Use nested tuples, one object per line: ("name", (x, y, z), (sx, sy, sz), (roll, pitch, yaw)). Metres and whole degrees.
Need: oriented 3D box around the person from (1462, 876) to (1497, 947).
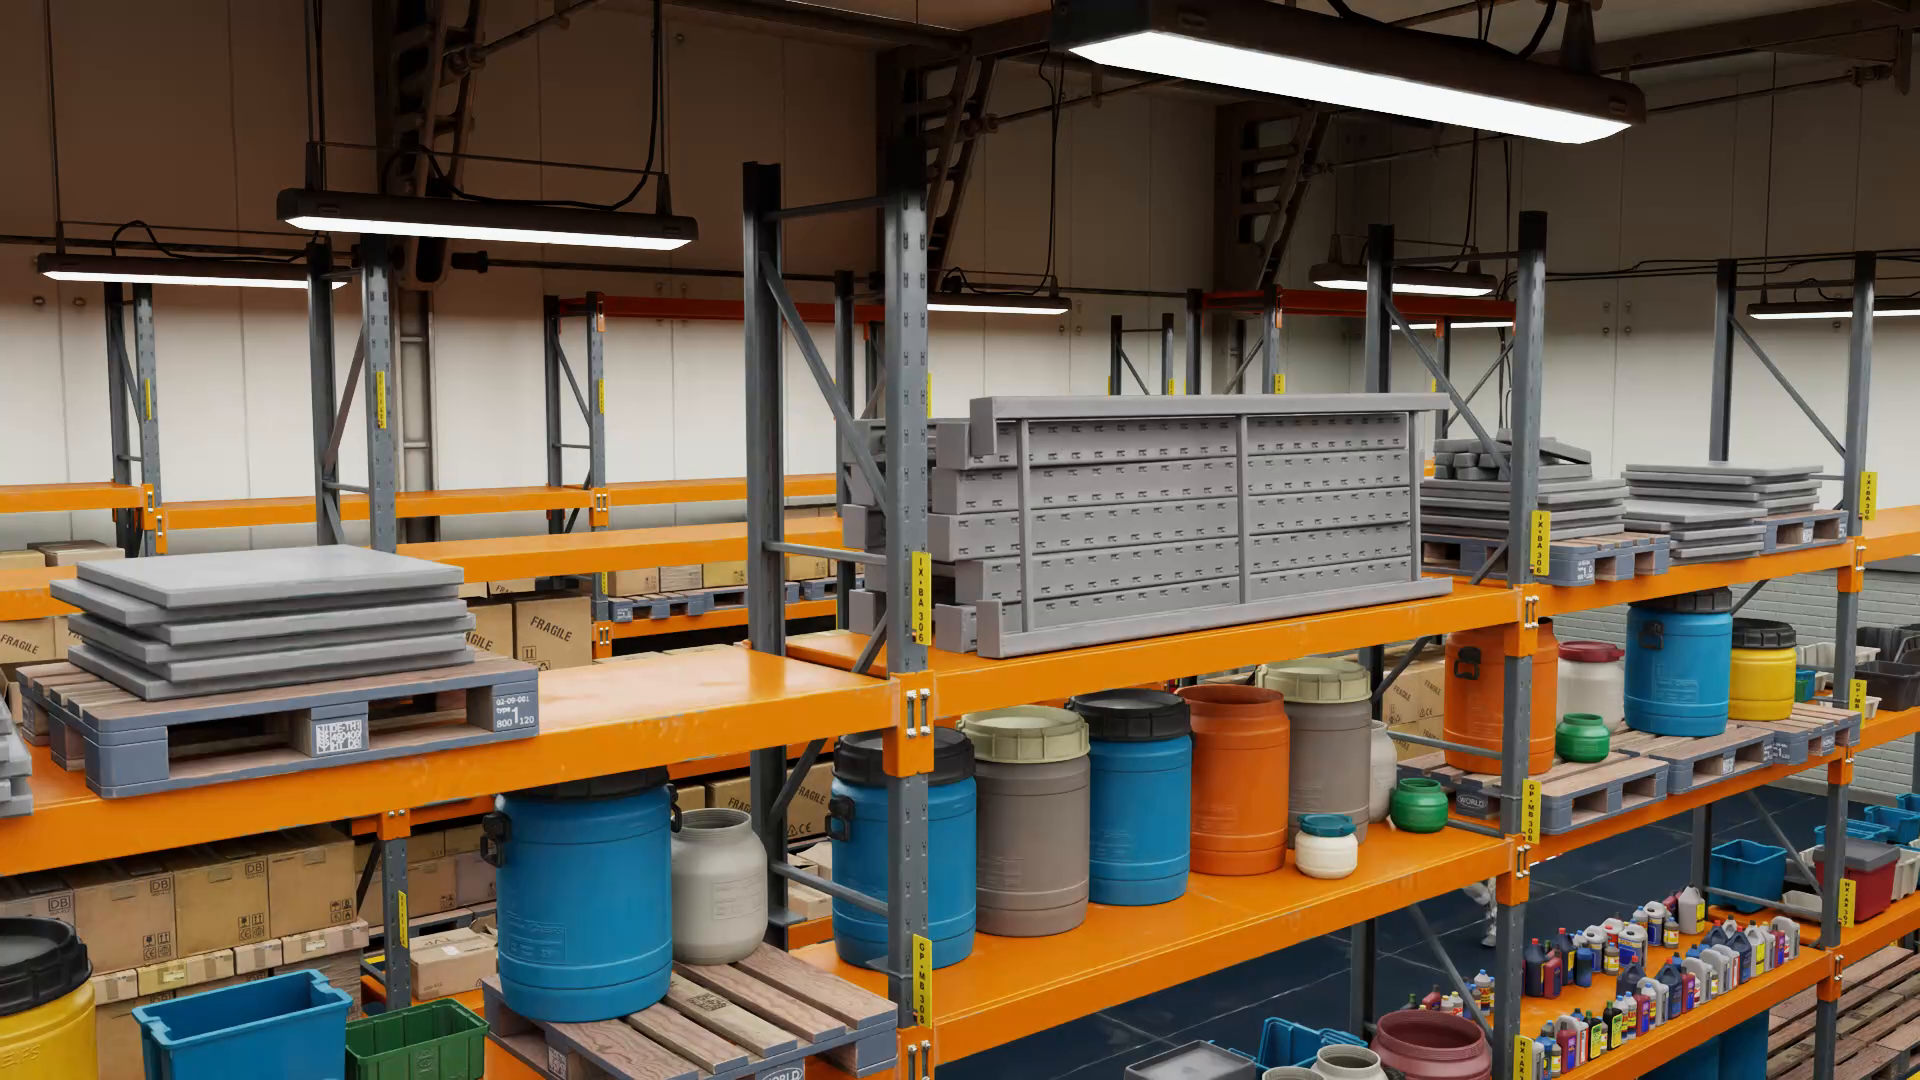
("person", (4.804, 2.825, 15.179), (0.644, 1.769, 0.637), (-3, 6, -29))
